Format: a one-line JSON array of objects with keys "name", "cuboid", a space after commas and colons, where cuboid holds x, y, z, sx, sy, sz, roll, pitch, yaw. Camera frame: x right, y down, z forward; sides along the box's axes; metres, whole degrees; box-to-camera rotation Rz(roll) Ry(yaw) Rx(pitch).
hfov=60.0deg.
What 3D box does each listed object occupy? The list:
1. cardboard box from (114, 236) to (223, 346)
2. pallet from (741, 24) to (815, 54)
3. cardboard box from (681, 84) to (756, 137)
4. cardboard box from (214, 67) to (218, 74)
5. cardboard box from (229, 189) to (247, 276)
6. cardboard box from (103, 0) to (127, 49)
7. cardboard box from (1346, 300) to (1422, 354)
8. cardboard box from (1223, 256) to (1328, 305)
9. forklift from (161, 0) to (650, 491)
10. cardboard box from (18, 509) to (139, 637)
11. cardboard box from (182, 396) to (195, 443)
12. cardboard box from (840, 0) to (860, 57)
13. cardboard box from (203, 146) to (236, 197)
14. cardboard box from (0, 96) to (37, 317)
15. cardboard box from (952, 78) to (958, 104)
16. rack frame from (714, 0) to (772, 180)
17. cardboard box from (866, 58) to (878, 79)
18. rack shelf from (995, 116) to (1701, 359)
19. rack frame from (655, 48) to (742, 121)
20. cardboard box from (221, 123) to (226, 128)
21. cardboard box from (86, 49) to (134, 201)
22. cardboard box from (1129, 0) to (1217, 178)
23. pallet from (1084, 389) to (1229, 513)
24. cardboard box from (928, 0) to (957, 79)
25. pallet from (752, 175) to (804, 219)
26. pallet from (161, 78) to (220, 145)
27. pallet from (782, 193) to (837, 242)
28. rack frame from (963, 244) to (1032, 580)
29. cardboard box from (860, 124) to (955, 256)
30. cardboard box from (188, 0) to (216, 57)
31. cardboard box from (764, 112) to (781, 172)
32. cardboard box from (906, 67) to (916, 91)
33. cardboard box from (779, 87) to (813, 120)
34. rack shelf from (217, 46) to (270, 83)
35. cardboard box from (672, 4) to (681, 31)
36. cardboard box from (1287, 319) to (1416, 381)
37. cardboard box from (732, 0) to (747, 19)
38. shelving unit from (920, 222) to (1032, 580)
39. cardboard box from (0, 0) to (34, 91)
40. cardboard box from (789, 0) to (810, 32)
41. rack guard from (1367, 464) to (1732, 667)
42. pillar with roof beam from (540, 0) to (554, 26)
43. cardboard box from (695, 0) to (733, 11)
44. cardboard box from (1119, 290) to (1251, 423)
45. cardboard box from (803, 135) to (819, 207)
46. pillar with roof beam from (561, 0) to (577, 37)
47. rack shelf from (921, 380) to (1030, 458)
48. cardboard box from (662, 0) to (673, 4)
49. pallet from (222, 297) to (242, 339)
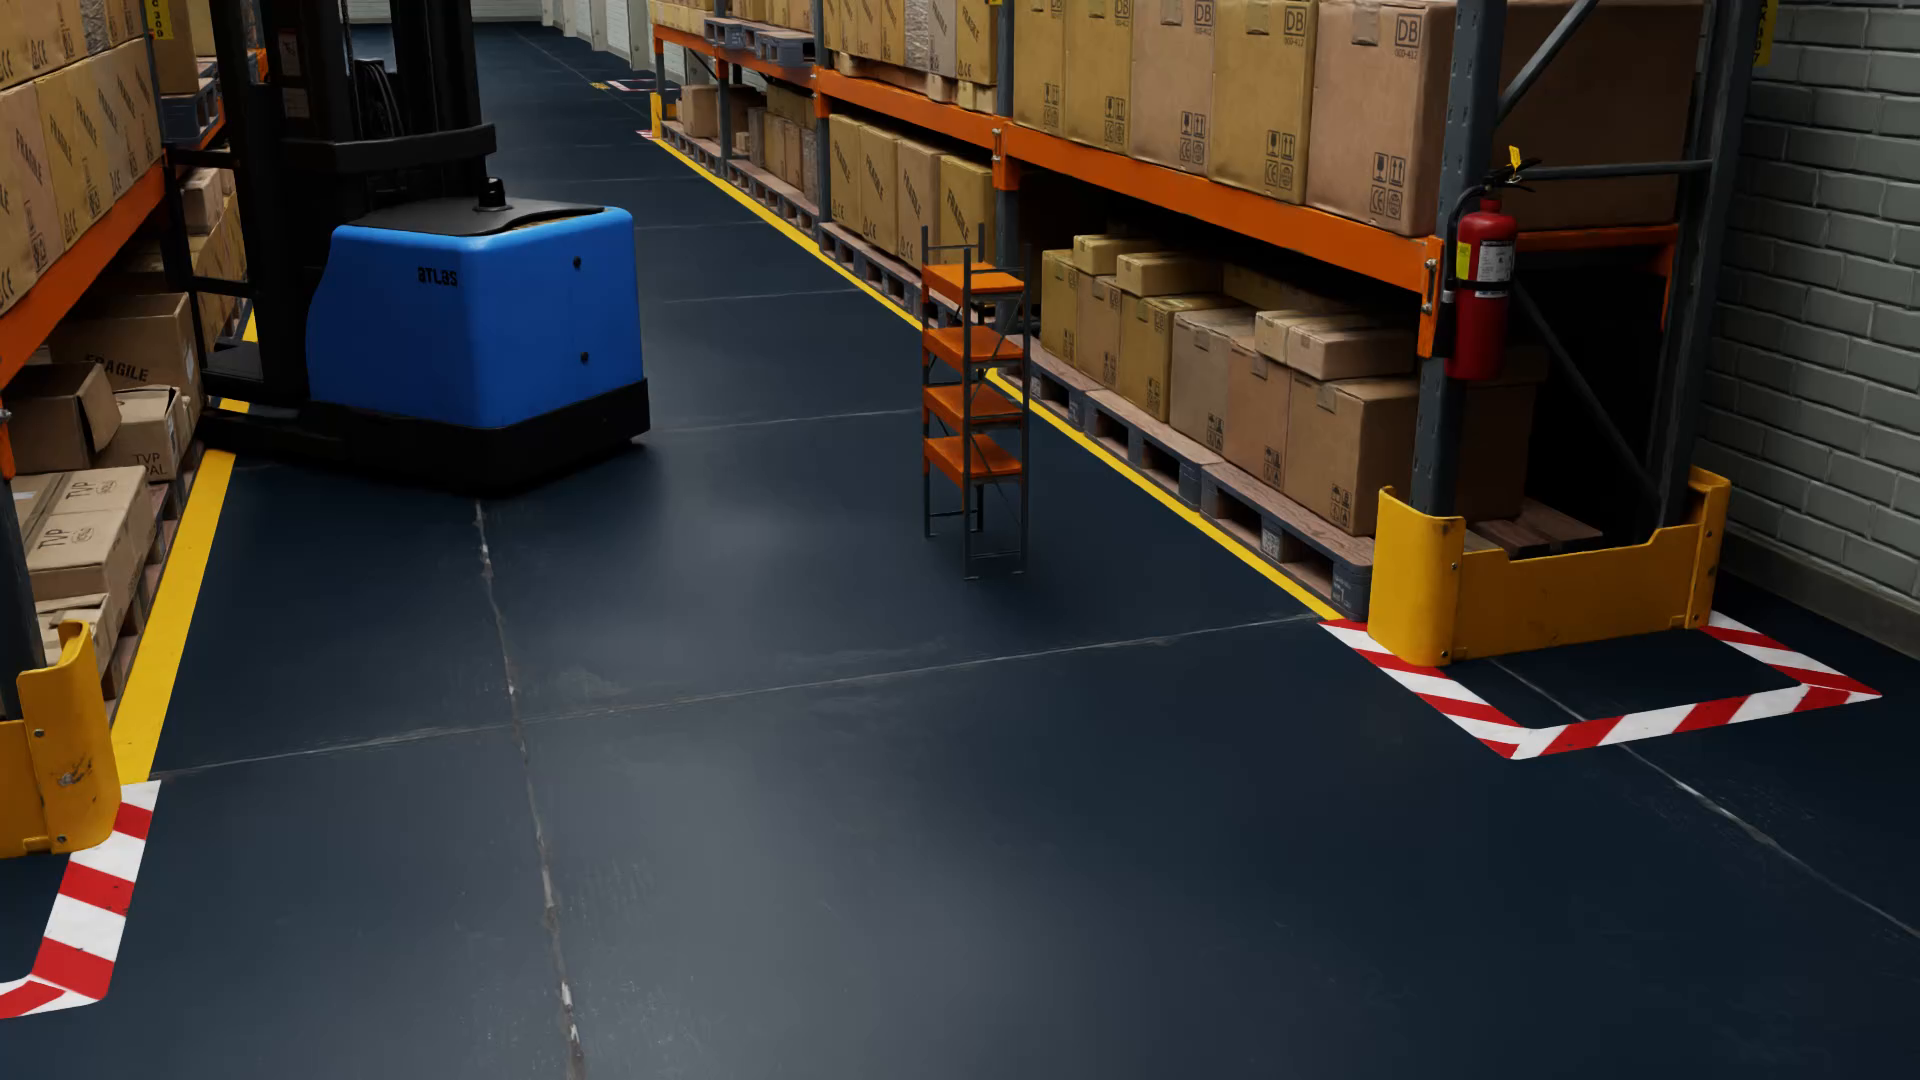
[{"name": "cardboard box", "cuboid": [-4.116, -1.263, 8.543, 0.500, 0.500, 0.500, -6, 21, -16]}, {"name": "pallet", "cuboid": [-1.234, -4.233, 14.049, 1.003, 0.211, 1.213, -6, 21, -17]}, {"name": "cardboard box", "cuboid": [-2.593, -4.635, 17.932, 0.700, 0.500, 0.500, -8, 21, -21]}, {"name": "cardboard box", "cuboid": [-5.372, -3.431, 11.663, 0.500, 0.311, 0.500, -7, 21, -18]}, {"name": "cardboard box", "cuboid": [-4.758, -1.921, 10.374, 0.500, 0.500, 0.500, -6, 20, -15]}, {"name": "cardboard box", "cuboid": [-3.449, -2.100, 6.200, 0.500, 0.500, 0.500, -7, 21, -18]}, {"name": "cardboard box", "cuboid": [1.695, -0.810, 6.350, 0.380, 0.149, 0.250, -6, 21, -17]}, {"name": "cardboard box", "cuboid": [1.376, -1.135, 7.256, 0.380, 0.149, 0.250, -7, 21, -18]}, {"name": "forklift", "cuboid": [-2.963, -1.922, 7.433, 3.031, 2.935, 1.130, 10, 22, 27]}, {"name": "cardboard box", "cuboid": [-2.819, 0.124, 5.051, 0.500, 0.250, 0.500, -6, 21, -17]}, {"name": "cardboard box", "cuboid": [-3.394, -0.480, 6.883, 0.380, 0.149, 0.250, -6, 21, -17]}, {"name": "cardboard box", "cuboid": [-0.508, -3.537, 11.209, 0.500, 0.500, 0.500, -6, 21, -15]}, {"name": "cardboard box", "cuboid": [-4.736, -2.256, 10.198, 0.500, 0.250, 0.500, -6, 20, -15]}, {"name": "cardboard box", "cuboid": [-2.649, -0.815, 4.102, 0.500, 0.500, 0.500, -6, 21, -16]}, {"name": "cardboard box", "cuboid": [0.169, -2.545, 9.407, 0.380, 0.149, 0.250, -6, 21, -16]}, {"name": "rack frame", "cuboid": [-1.830, -4.976, 15.834, 1.000, 3.000, 0.127, -6, 21, -17]}, {"name": "cardboard box", "cuboid": [-0.419, -3.210, 11.258, 0.380, 0.149, 0.250, -7, 21, -18]}, {"name": "rack shelf", "cuboid": [1.313, -1.429, 7.021, 1.077, 0.370, 4.000, -6, 21, -17]}, {"name": "rack frame", "cuboid": [-3.088, -6.260, 19.408, 1.000, 3.000, 0.127, -6, 21, -17]}, {"name": "cardboard box", "cuboid": [-5.963, -3.351, 13.924, 0.500, 0.311, 0.500, -6, 21, -16]}, {"name": "cardboard box", "cuboid": [-3.290, -1.466, 5.912, 0.500, 0.500, 0.500, -6, 21, -16]}, {"name": "cardboard box", "cuboid": [1.301, -1.907, 6.845, 0.980, 0.700, 0.700, -7, 21, -20]}, {"name": "pallet", "cuboid": [1.236, -0.452, 7.363, 1.003, 0.211, 1.213, -6, 21, -17]}, {"name": "cardboard box", "cuboid": [0.130, -2.890, 9.407, 0.500, 0.500, 0.500, -6, 21, -17]}, {"name": "pallet", "cuboid": [-1.197, -3.022, 14.518, 1.003, 0.211, 1.213, -6, 21, -17]}, {"name": "pallet", "cuboid": [-4.165, -2.059, 7.996, 1.003, 0.211, 1.213, -6, 21, -17]}, {"name": "pallet", "cuboid": [-0.817, -2.631, 13.430, 1.003, 0.211, 1.213, -6, 21, -17]}, {"name": "rack frame", "cuboid": [0.129, -0.433, 5.848, 0.240, 1.200, 0.015, -6, 21, -17]}, {"name": "cardboard box", "cuboid": [-0.197, -2.347, 11.072, 0.750, 0.750, 0.750, -6, 21, -17]}, {"name": "cardboard box", "cuboid": [-4.970, -3.220, 10.174, 0.700, 0.500, 0.500, -15, 24, -35]}, {"name": "cardboard box", "cuboid": [-1.373, -3.612, 15.083, 0.700, 0.500, 0.500, -7, 21, -18]}, {"name": "cardboard box", "cuboid": [-0.121, -2.878, 10.333, 0.380, 0.149, 0.250, -6, 21, -15]}, {"name": "cardboard box", "cuboid": [-1.275, -3.818, 14.546, 0.500, 0.250, 0.500, -7, 21, -19]}, {"name": "rack shelf", "cuboid": [-5.903, -3.469, 12.700, 1.077, 0.370, 4.000, -6, 21, -17]}, {"name": "cardboard box", "cuboid": [-2.748, -5.517, 17.531, 0.500, 0.250, 0.500, -6, 21, -17]}, {"name": "cardboard box", "cuboid": [1.413, -0.688, 6.011, 0.380, 0.149, 0.250, -7, 21, -18]}, {"name": "cardboard box", "cuboid": [-1.703, -5.064, 15.278, 0.700, 0.500, 0.500, -6, 21, -17]}, {"name": "shelving unit", "cuboid": [0.052, -0.512, 6.066, 0.258, 1.200, 0.503, -6, 21, -17]}, {"name": "cardboard box", "cuboid": [-2.821, -1.453, 4.397, 0.500, 0.500, 0.500, -6, 21, -17]}, {"name": "cardboard box", "cuboid": [-0.932, -4.273, 13.077, 0.700, 0.500, 0.500, -8, 21, -22]}, {"name": "rack guard", "cuboid": [1.949, 0.059, 5.514, 1.175, 0.500, 0.348, -6, 21, -17]}, {"name": "pillar with roof beam", "cuboid": [-15.563, -18.120, 43.554, 9.100, 9.000, 0.400, -6, 21, -17]}, {"name": "cardboard box", "cuboid": [-2.273, -5.387, 16.060, 0.500, 0.500, 0.500, -6, 21, -17]}, {"name": "cardboard box", "cuboid": [1.136, -0.853, 7.430, 0.700, 0.500, 0.500, -6, 21, -16]}, {"name": "cardboard box", "cuboid": [-0.849, -2.949, 13.236, 0.700, 0.500, 0.500, -6, 21, -16]}, {"name": "pillar with roof beam", "cuboid": [-13.677, -16.195, 38.193, 9.100, 9.000, 0.400, -6, 21, -17]}, {"name": "rack shelf", "cuboid": [0.052, -0.448, 6.089, 0.258, 0.148, 0.480, -6, 21, -17]}, {"name": "cardboard box", "cuboid": [-2.921, -6.041, 17.879, 0.500, 0.500, 0.500, -7, 21, -19]}, {"name": "pallet", "cuboid": [-4.696, -1.218, 9.497, 1.003, 0.211, 1.213, -6, 21, -17]}]
